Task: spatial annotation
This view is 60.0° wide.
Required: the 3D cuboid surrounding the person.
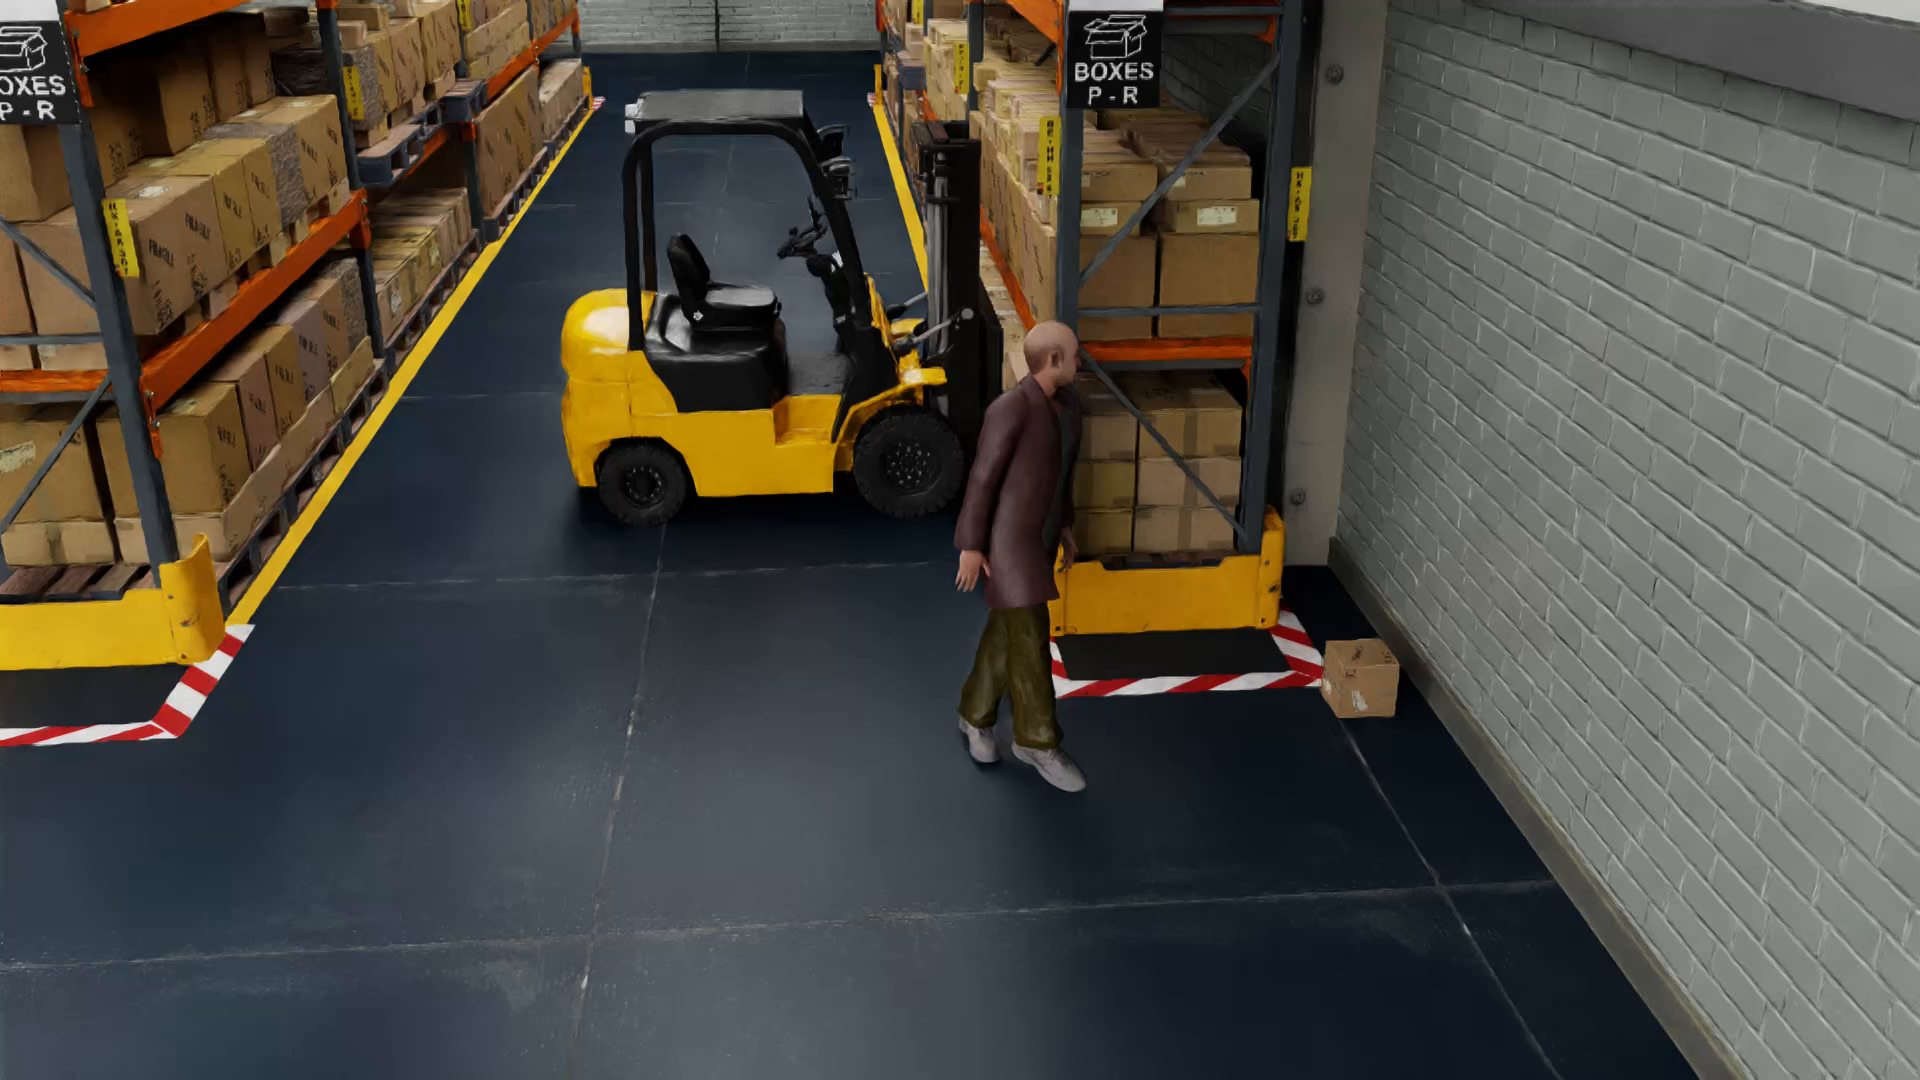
[{"bbox_3d":[0.324,0.037,6.536,0.698,1.773,0.668,15,27,31],"label":"person"}]
